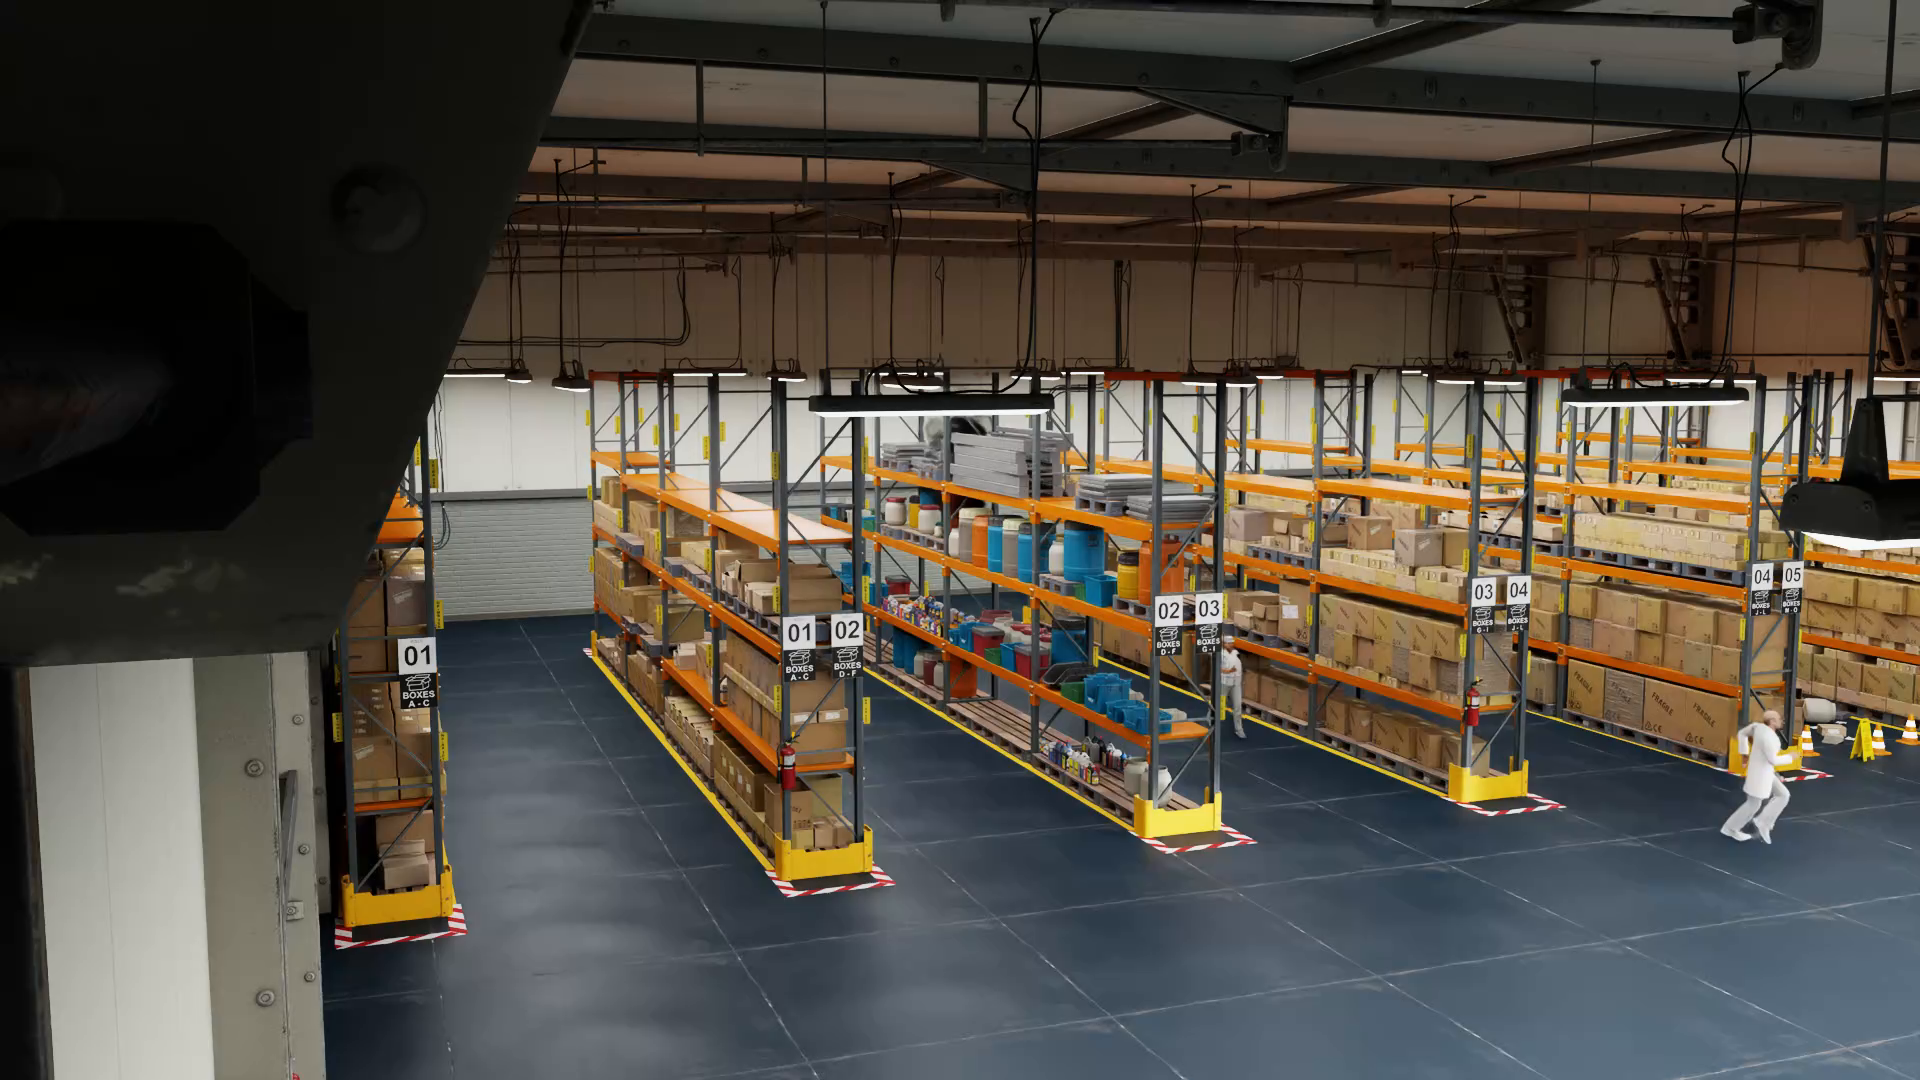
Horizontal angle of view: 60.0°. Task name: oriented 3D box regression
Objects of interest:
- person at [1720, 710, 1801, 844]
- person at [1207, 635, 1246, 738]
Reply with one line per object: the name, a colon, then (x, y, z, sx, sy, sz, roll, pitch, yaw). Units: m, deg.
person: (10.349, 3.058, 21.484, 0.885, 1.770, 0.752, 2, 7, 18)
person: (4.466, 2.403, 27.683, 0.607, 1.651, 0.941, -2, 7, -21)
